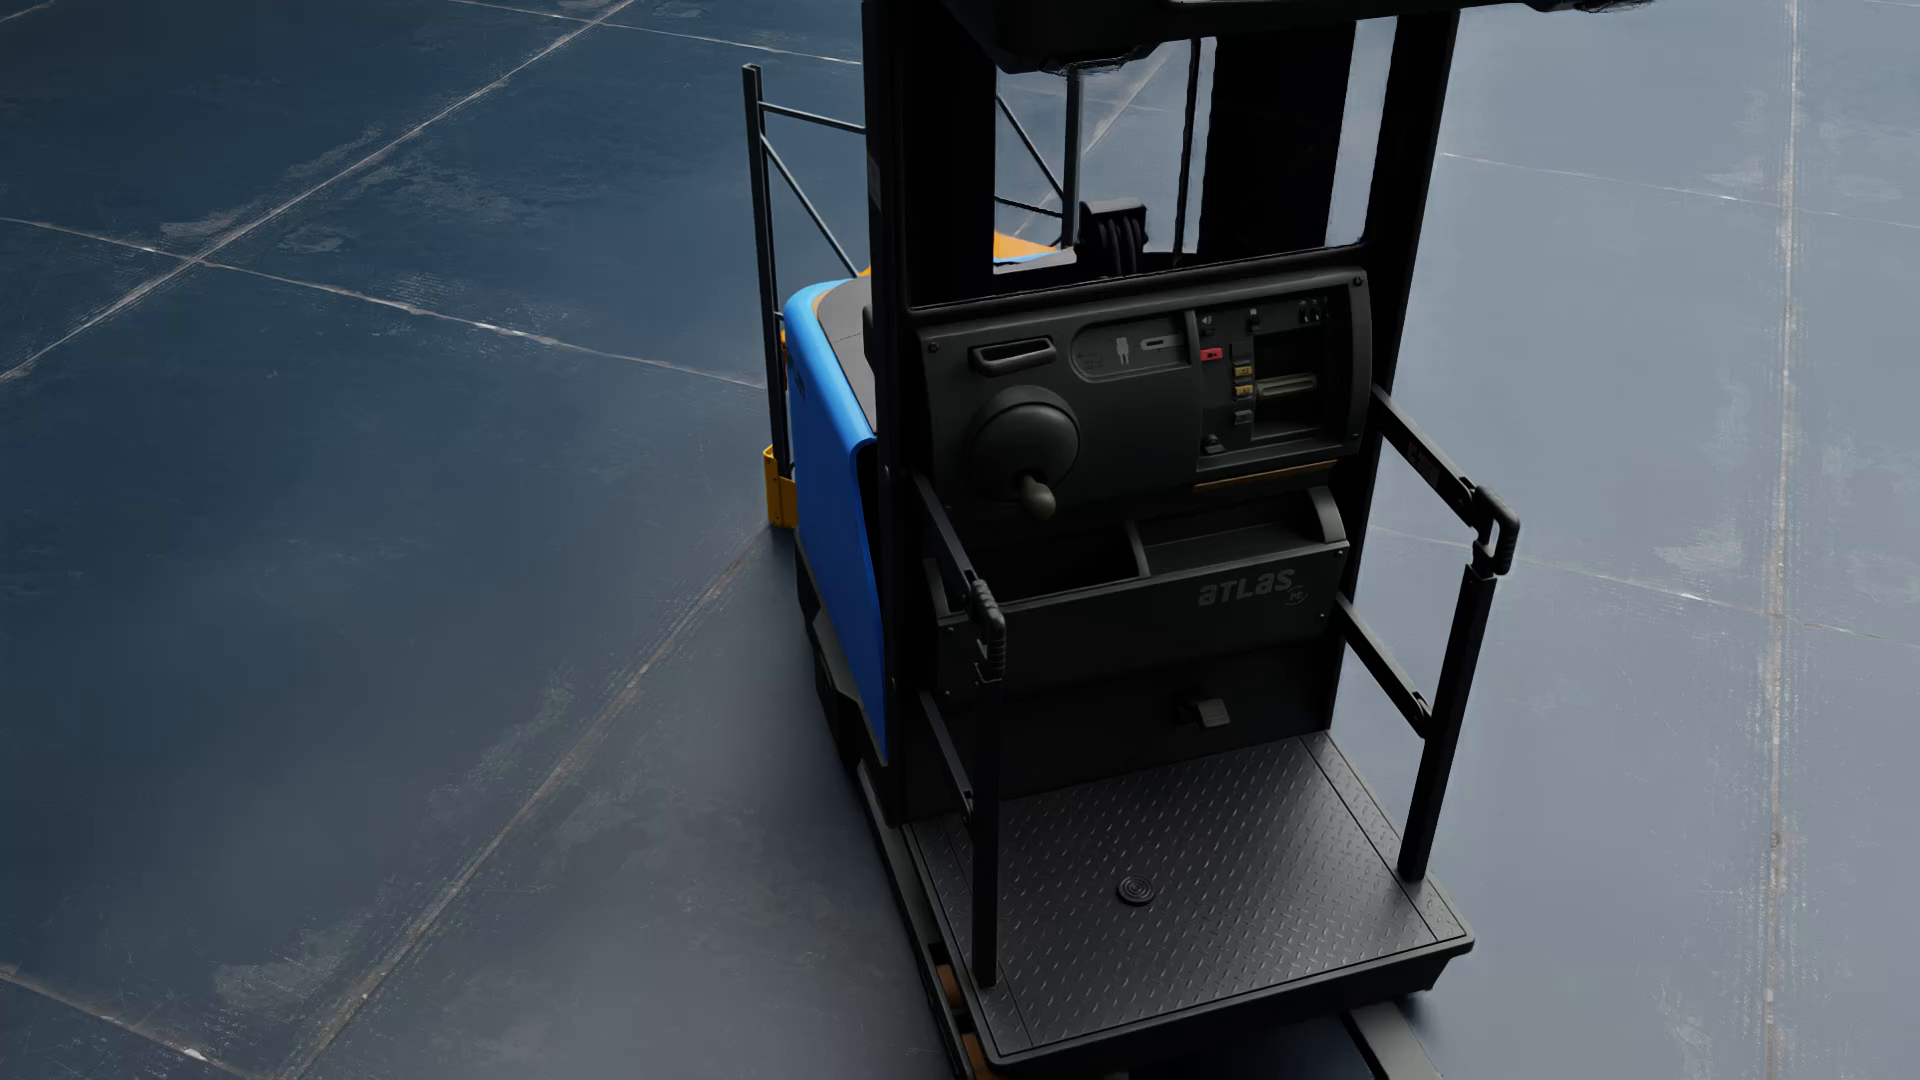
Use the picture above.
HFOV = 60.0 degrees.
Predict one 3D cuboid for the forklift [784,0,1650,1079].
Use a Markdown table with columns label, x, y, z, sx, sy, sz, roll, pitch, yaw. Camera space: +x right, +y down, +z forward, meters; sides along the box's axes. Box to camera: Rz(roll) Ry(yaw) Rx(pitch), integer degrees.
| label | x | y | z | sx | sy | sz | roll | pitch | yaw |
| --- | --- | --- | --- | --- | --- | --- | --- | --- | --- |
| forklift | 0.443 | -0.219 | 3.095 | 1.130 | 2.935 | 3.031 | -10 | 38 | -14 |

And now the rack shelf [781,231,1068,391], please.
| label | x | y | z | sx | sy | sz | roll | pitch | yaw |
| --- | --- | --- | --- | --- | --- | --- | --- | --- | --- |
| rack shelf | -0.101 | -0.710 | 5.248 | 0.538 | 0.185 | 1.000 | 20 | 41 | 24 |

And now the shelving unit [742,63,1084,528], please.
| label | x | y | z | sx | sy | sz | roll | pitch | yaw |
| --- | --- | --- | --- | --- | --- | --- | --- | --- | --- |
| shelving unit | -0.096 | -0.859 | 5.146 | 0.587 | 1.500 | 1.083 | 20 | 41 | 24 |

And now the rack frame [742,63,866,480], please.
| label | x | y | z | sx | sy | sz | roll | pitch | yaw |
| --- | --- | --- | --- | --- | --- | --- | --- | --- | --- |
| rack frame | -0.359 | -0.592 | 4.789 | 0.500 | 1.500 | 0.032 | 20 | 41 | 24 |

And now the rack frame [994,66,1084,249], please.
| label | x | y | z | sx | sy | sz | roll | pitch | yaw |
| --- | --- | --- | --- | --- | --- | --- | --- | --- | --- |
| rack frame | 0.158 | -1.116 | 5.490 | 0.500 | 1.500 | 0.032 | 20 | 41 | 24 |

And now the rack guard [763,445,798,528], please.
| label | x | y | z | sx | sy | sz | roll | pitch | yaw |
| --- | --- | --- | --- | --- | --- | --- | --- | --- | --- |
| rack guard | -0.349 | -0.102 | 5.177 | 0.587 | 0.250 | 0.087 | 20 | 41 | 24 |
